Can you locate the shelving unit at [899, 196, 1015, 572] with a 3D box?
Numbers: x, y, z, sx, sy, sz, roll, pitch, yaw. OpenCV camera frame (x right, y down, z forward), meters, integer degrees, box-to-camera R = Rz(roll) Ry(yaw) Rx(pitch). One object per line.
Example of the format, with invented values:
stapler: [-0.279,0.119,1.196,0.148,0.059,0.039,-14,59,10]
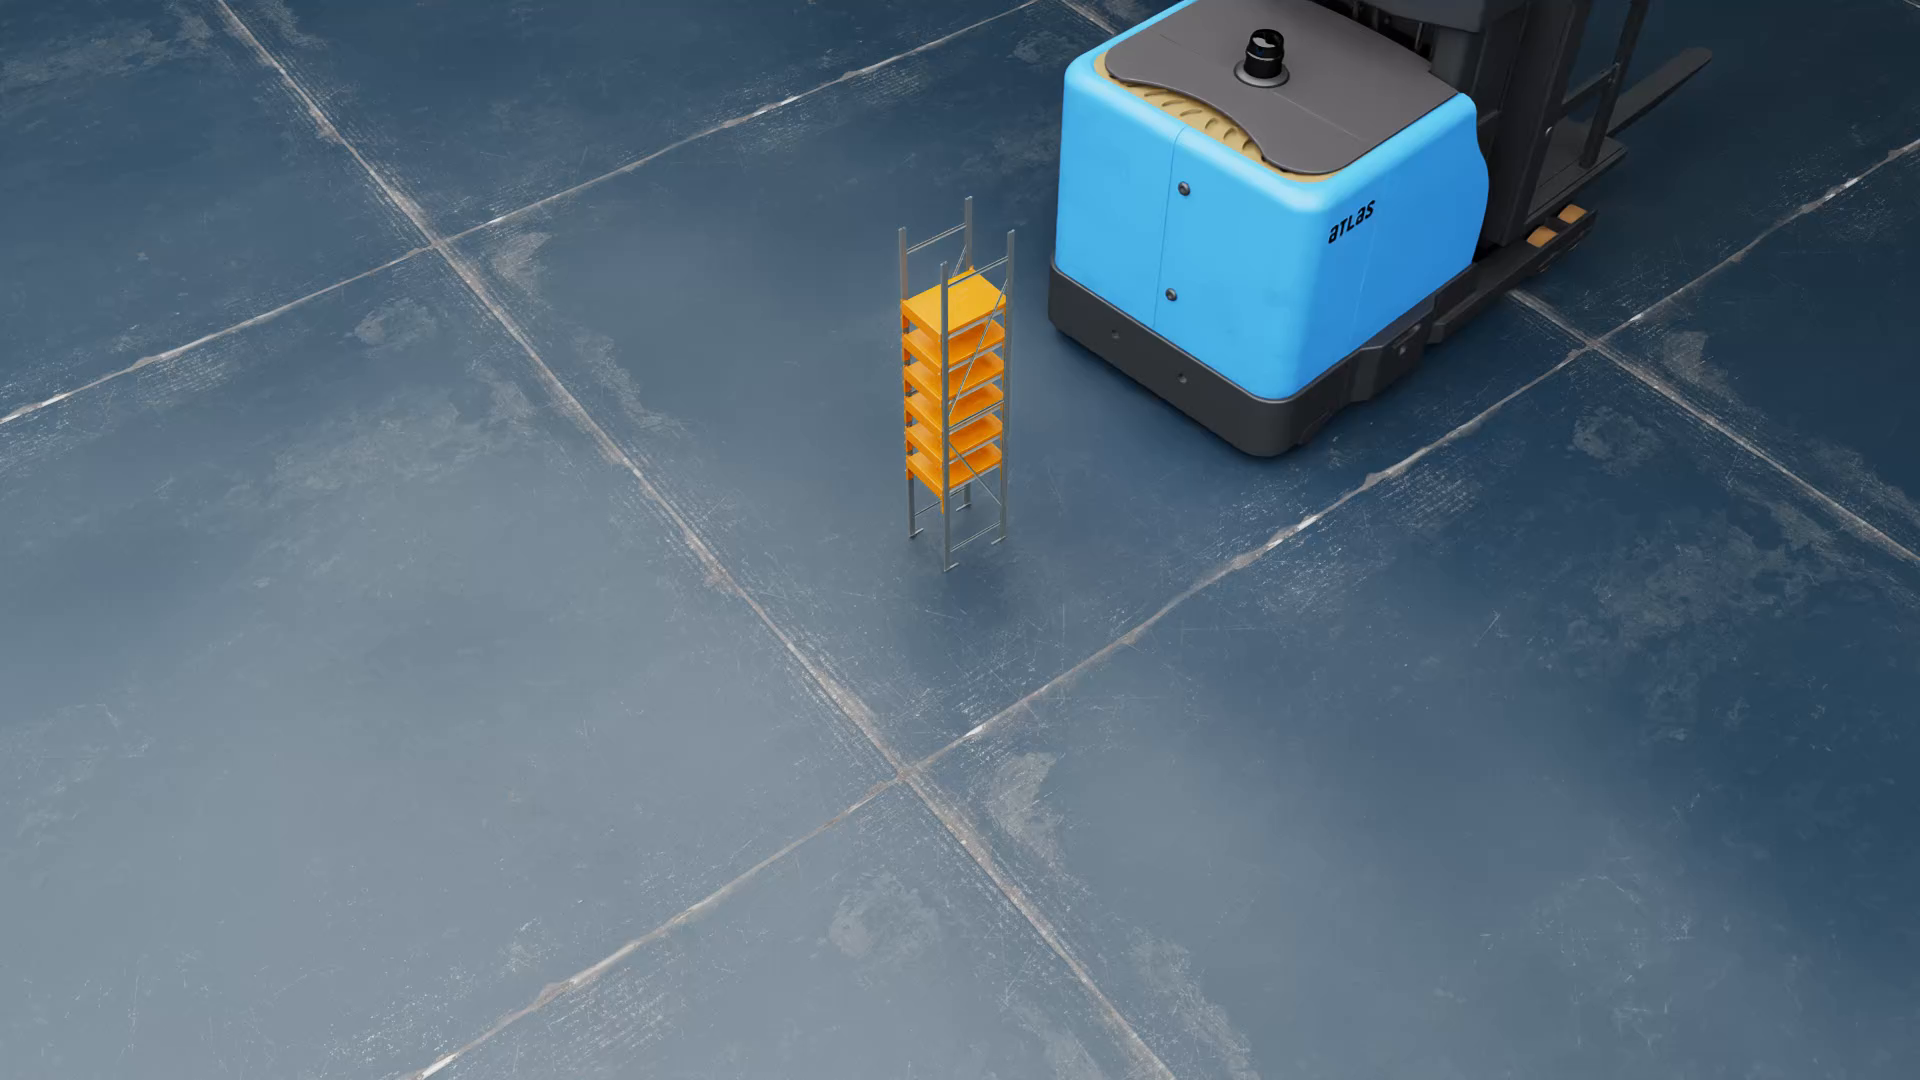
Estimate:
shelving unit: [-0.009,-0.412,4.813,0.258,1.200,0.189,-29,54,-24]

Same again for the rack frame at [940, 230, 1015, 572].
rack frame: [0.047,-0.358,4.764,0.240,1.200,0.006,-29,54,-24]

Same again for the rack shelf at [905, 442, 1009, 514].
rack shelf: [-0.009,-0.220,5.024,0.258,0.103,0.180,-29,54,-24]

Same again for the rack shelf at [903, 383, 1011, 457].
rack shelf: [-0.009,-0.382,4.846,0.258,0.103,0.180,-29,54,-24]

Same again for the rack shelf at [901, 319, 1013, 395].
rack shelf: [-0.009,-0.543,4.668,0.258,0.103,0.180,-29,54,-24]

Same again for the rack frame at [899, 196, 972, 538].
rack frame: [-0.064,-0.465,4.862,0.240,1.200,0.006,-29,54,-24]

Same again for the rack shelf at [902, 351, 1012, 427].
rack shelf: [-0.009,-0.462,4.757,0.258,0.103,0.180,-29,54,-24]

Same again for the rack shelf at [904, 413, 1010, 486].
rack shelf: [-0.009,-0.301,4.935,0.258,0.103,0.180,-29,54,-24]

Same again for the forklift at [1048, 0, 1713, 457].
forklift: [1.727,-2.225,5.289,3.031,2.935,1.130,-35,57,-27]

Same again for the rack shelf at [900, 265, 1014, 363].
rack shelf: [-0.009,-0.623,4.579,0.258,0.103,0.180,-29,54,-24]
